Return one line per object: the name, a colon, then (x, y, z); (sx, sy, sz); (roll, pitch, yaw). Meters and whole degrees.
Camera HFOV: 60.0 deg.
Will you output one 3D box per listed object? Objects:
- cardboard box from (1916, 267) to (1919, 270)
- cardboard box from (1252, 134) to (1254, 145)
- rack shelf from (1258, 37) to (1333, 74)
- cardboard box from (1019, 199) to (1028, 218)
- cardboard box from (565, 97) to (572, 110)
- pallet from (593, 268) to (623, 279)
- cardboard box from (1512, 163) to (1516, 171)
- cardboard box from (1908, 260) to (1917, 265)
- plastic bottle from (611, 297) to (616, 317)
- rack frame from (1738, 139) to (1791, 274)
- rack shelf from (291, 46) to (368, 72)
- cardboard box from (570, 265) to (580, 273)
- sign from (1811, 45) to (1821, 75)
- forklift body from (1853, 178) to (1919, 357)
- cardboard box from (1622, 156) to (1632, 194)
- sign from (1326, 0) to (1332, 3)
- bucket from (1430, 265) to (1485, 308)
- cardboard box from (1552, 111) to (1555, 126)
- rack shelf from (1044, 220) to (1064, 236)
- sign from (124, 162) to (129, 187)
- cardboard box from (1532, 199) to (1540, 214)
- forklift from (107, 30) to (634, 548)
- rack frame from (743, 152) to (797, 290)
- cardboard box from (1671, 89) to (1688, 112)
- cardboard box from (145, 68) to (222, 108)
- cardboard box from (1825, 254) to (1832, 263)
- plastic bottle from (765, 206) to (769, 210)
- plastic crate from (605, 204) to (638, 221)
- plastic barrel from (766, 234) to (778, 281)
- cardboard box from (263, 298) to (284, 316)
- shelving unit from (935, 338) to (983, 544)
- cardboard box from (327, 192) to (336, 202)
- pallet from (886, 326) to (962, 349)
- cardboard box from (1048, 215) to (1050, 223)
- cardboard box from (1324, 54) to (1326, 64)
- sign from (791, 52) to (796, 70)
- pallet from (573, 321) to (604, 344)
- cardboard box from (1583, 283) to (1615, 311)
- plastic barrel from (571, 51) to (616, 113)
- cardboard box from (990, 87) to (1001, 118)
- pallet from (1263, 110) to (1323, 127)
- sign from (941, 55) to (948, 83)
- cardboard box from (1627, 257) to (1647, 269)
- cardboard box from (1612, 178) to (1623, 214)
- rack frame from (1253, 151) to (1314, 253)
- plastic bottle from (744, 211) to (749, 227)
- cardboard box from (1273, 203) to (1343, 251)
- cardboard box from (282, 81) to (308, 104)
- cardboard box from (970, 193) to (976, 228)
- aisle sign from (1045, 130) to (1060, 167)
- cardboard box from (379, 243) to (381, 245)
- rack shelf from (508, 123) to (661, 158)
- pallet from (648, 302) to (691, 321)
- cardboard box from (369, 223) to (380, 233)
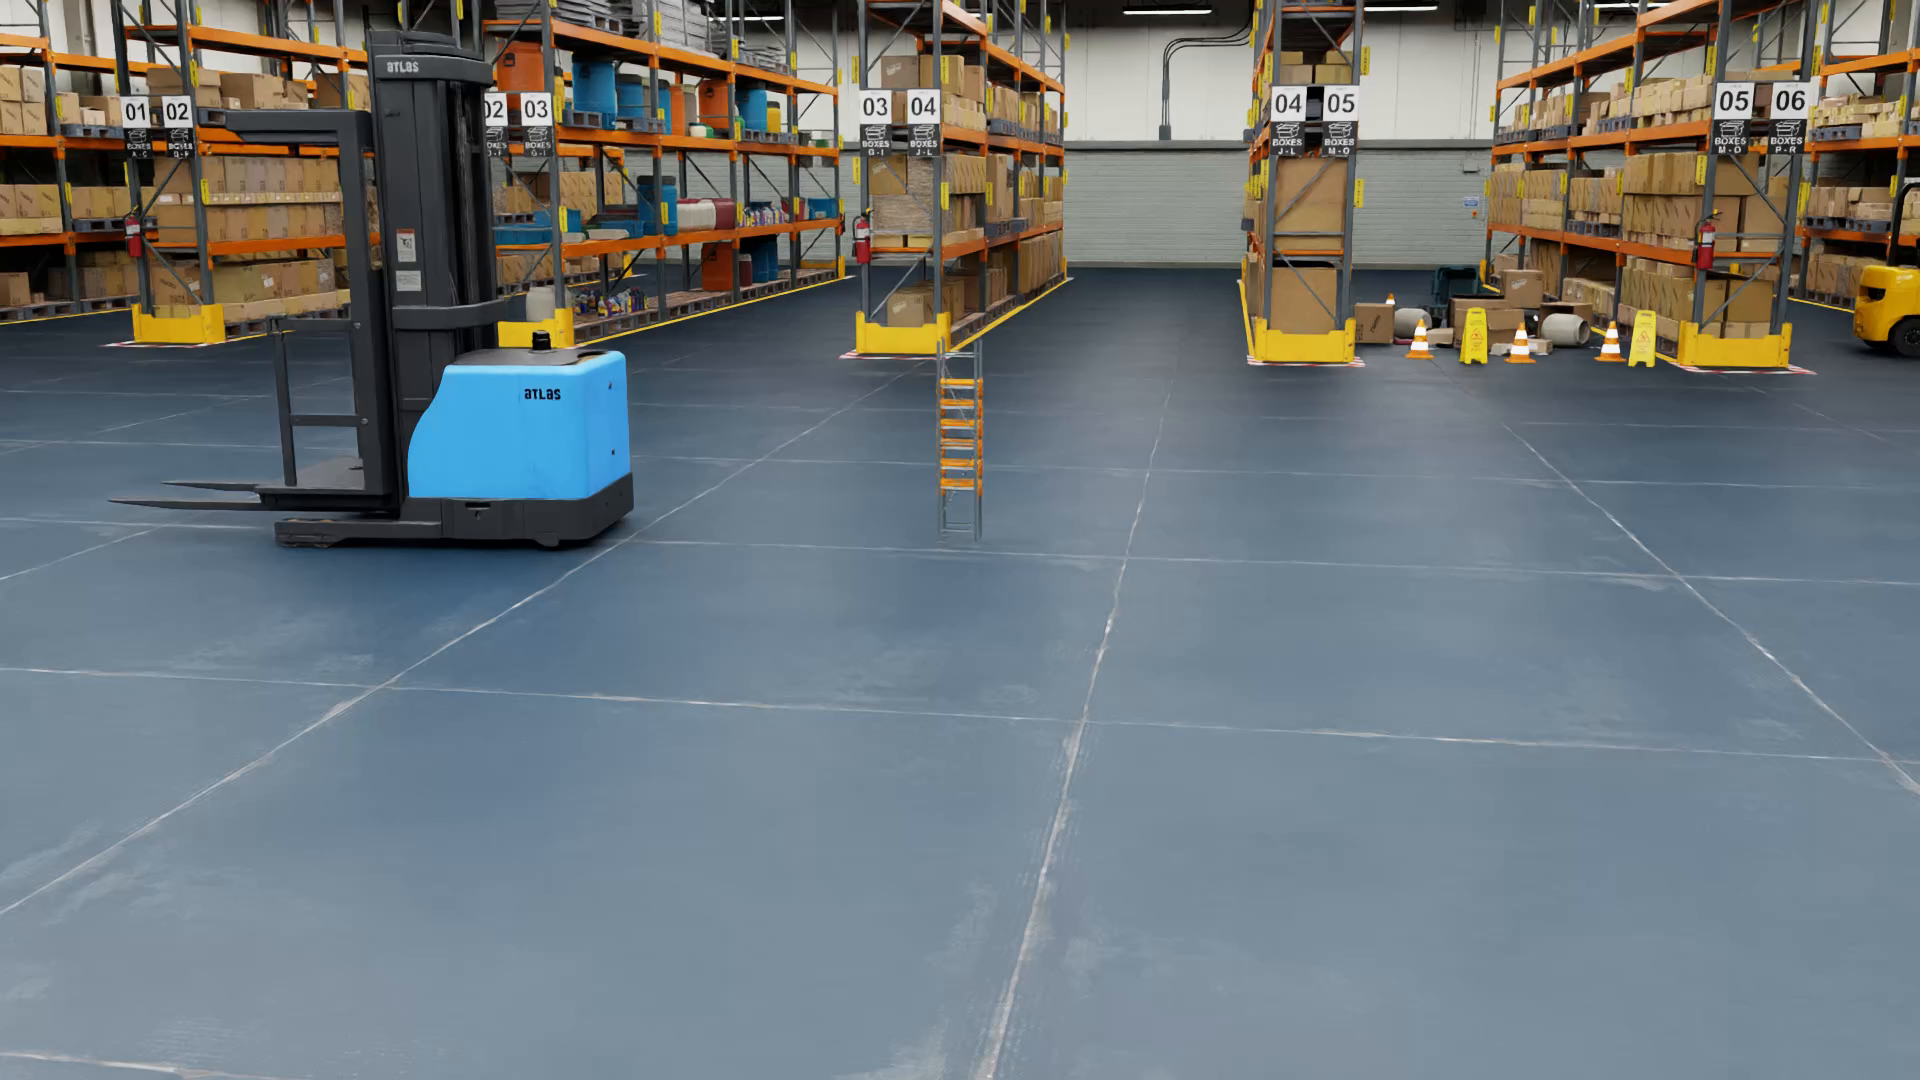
cardboard box: (14.998, -3.795, 25.121); (0.875, 0.625, 0.625); (2, 12, 11)
cardboard box: (5.812, -7.652, 31.616); (0.500, 0.250, 0.500); (2, 12, 10)
rack shelf: (5.080, -7.284, 25.091); (1.077, 0.370, 4.000); (2, 12, 9)
cardboard box: (0.923, -5.746, 29.297); (0.500, 0.500, 0.500); (2, 12, 7)
cardboard box: (-8.416, -8.857, 34.243); (0.700, 0.500, 0.500); (2, 12, 9)
pallet: (-8.188, -5.939, 37.051); (1.003, 0.211, 1.213); (2, 12, 9)
cardboard box: (10.902, -7.202, 32.141); (0.380, 0.149, 0.250); (2, 12, 7)
cardboard box: (15.655, -4.469, 27.008); (0.380, 0.149, 0.250); (2, 12, 10)
plastic bottle: (-4.967, -3.333, 23.771); (0.097, 0.271, 0.097); (0, 12, 0)
rack frame: (16.430, -6.681, 33.876); (1.000, 3.000, 0.127); (2, 12, 9)
rack shelf: (-9.593, -7.788, 27.428); (1.077, 0.370, 4.000); (2, 12, 9)
cardboard box: (-8.269, -5.742, 35.200); (0.380, 0.166, 0.250); (2, 12, 9)
sign: (9.600, -5.387, 18.674); (0.100, 0.325, 0.005); (2, 12, 9)
forklift body: (12.458, -3.390, 20.616); (2.313, 2.155, 1.214); (2, 12, 9)
cardboard box: (9.397, -4.942, 22.487); (0.700, 0.500, 0.500); (2, 12, 8)
sign: (5.937, -8.765, 26.710); (0.100, 0.325, 0.005); (2, 12, 9)
bucket: (7.030, -3.522, 23.380); (0.726, 0.611, 0.620); (7, 4, 28)
cardboard box: (10.161, -7.080, 27.928); (0.396, 0.266, 0.258); (2, 12, 7)
rack shelf: (1.425, -6.394, 34.252); (1.077, 0.370, 4.000); (2, 12, 9)
sign: (-11.050, -4.856, 22.094); (0.100, 0.325, 0.005); (2, 12, 9)
cardboard box: (10.407, -5.884, 29.344); (0.500, 0.250, 0.500); (2, 12, 9)
forklift: (-3.618, -1.497, 9.982); (3.031, 2.935, 1.130); (1, 12, 5)
rack frame: (-3.776, -6.490, 32.989); (1.000, 3.000, 0.127); (2, 12, 9)
cardboard box: (9.030, -5.377, 20.354); (0.500, 0.250, 0.500); (2, 12, 10)
cardboard box: (-10.423, -6.064, 22.315); (0.797, 0.503, 0.637); (3, 12, 13)
cardboard box: (15.503, -4.969, 29.327); (0.380, 0.149, 0.250); (1, 12, 6)
plastic bottle: (-3.737, -6.269, 32.079); (0.144, 0.351, 0.185); (2, 12, 9)
plastic crate: (-5.235, -4.967, 25.769); (0.402, 0.464, 0.583); (2, 12, 9)
plastic barrel: (-3.877, -5.557, 32.643); (0.600, 0.901, 0.708); (2, 12, 9)
cardboard box: (-10.063, -3.327, 23.843); (0.500, 0.250, 0.500); (2, 12, 9)
shelving unit: (-0.002, -0.584, 9.853); (0.258, 1.200, 0.189); (2, 12, 9)
cardboard box: (-9.771, -5.237, 25.398); (0.380, 0.149, 0.250); (2, 12, 7)
pallet: (-0.556, -2.652, 21.800); (1.003, 0.211, 1.213); (2, 12, 9)
cardboard box: (1.572, -6.367, 33.015); (0.380, 0.149, 0.250); (2, 12, 11)
cardboard box: (4.563, -5.749, 19.898); (0.380, 0.149, 0.250); (2, 12, 9)
sign: (-3.233, -9.303, 32.295); (0.100, 0.325, 0.005); (2, 12, 9)
pallet: (-5.527, -2.815, 22.556); (1.003, 0.211, 1.213); (2, 12, 9)
cardboard box: (9.970, -3.668, 25.134); (0.950, 0.372, 0.625); (2, 12, 11)
plastic barrel: (-5.266, -6.538, 23.903); (0.600, 0.901, 0.708); (2, 12, 9)
cardboard box: (0.201, -6.677, 25.495); (0.797, 0.503, 0.637); (2, 12, 11)
pallet: (4.637, -5.736, 22.578); (1.003, 0.211, 1.213); (2, 12, 9)
sign: (-0.192, -5.708, 20.164); (0.100, 0.325, 0.005); (2, 12, 9)
cardboard box: (9.243, -3.750, 22.484); (0.380, 0.149, 0.250); (2, 12, 9)
cardboard box: (9.524, -4.847, 23.422); (0.500, 0.500, 0.500); (2, 12, 8)
rack frame: (5.388, -5.315, 27.537); (1.000, 3.000, 0.127); (2, 12, 9)
plastic bottle: (-3.869, -5.803, 30.077); (0.061, 0.283, 0.133); (2, 12, 9)
cardboard box: (4.170, -3.802, 20.159); (0.875, 0.550, 0.550); (2, 12, 9)
cardboard box: (-10.239, -6.679, 25.178); (0.500, 0.500, 0.500); (3, 13, 13)
cardboard box: (-0.243, -4.767, 24.050); (0.875, 0.500, 0.500); (2, 12, 9)
aisle sign: (2.040, -8.439, 35.859); (0.394, 0.787, 0.004); (2, 12, 9)
cardboard box: (-12.837, -6.710, 37.403); (0.380, 0.149, 0.250); (2, 12, 10)
rack shelf: (-5.314, -5.523, 23.090); (1.077, 0.370, 4.000); (2, 12, 9)
pallet: (-4.924, -3.626, 26.320); (1.003, 0.211, 1.213); (2, 12, 9)
cardboard box: (-9.562, -5.041, 26.862); (0.380, 0.149, 0.250); (2, 12, 9)
